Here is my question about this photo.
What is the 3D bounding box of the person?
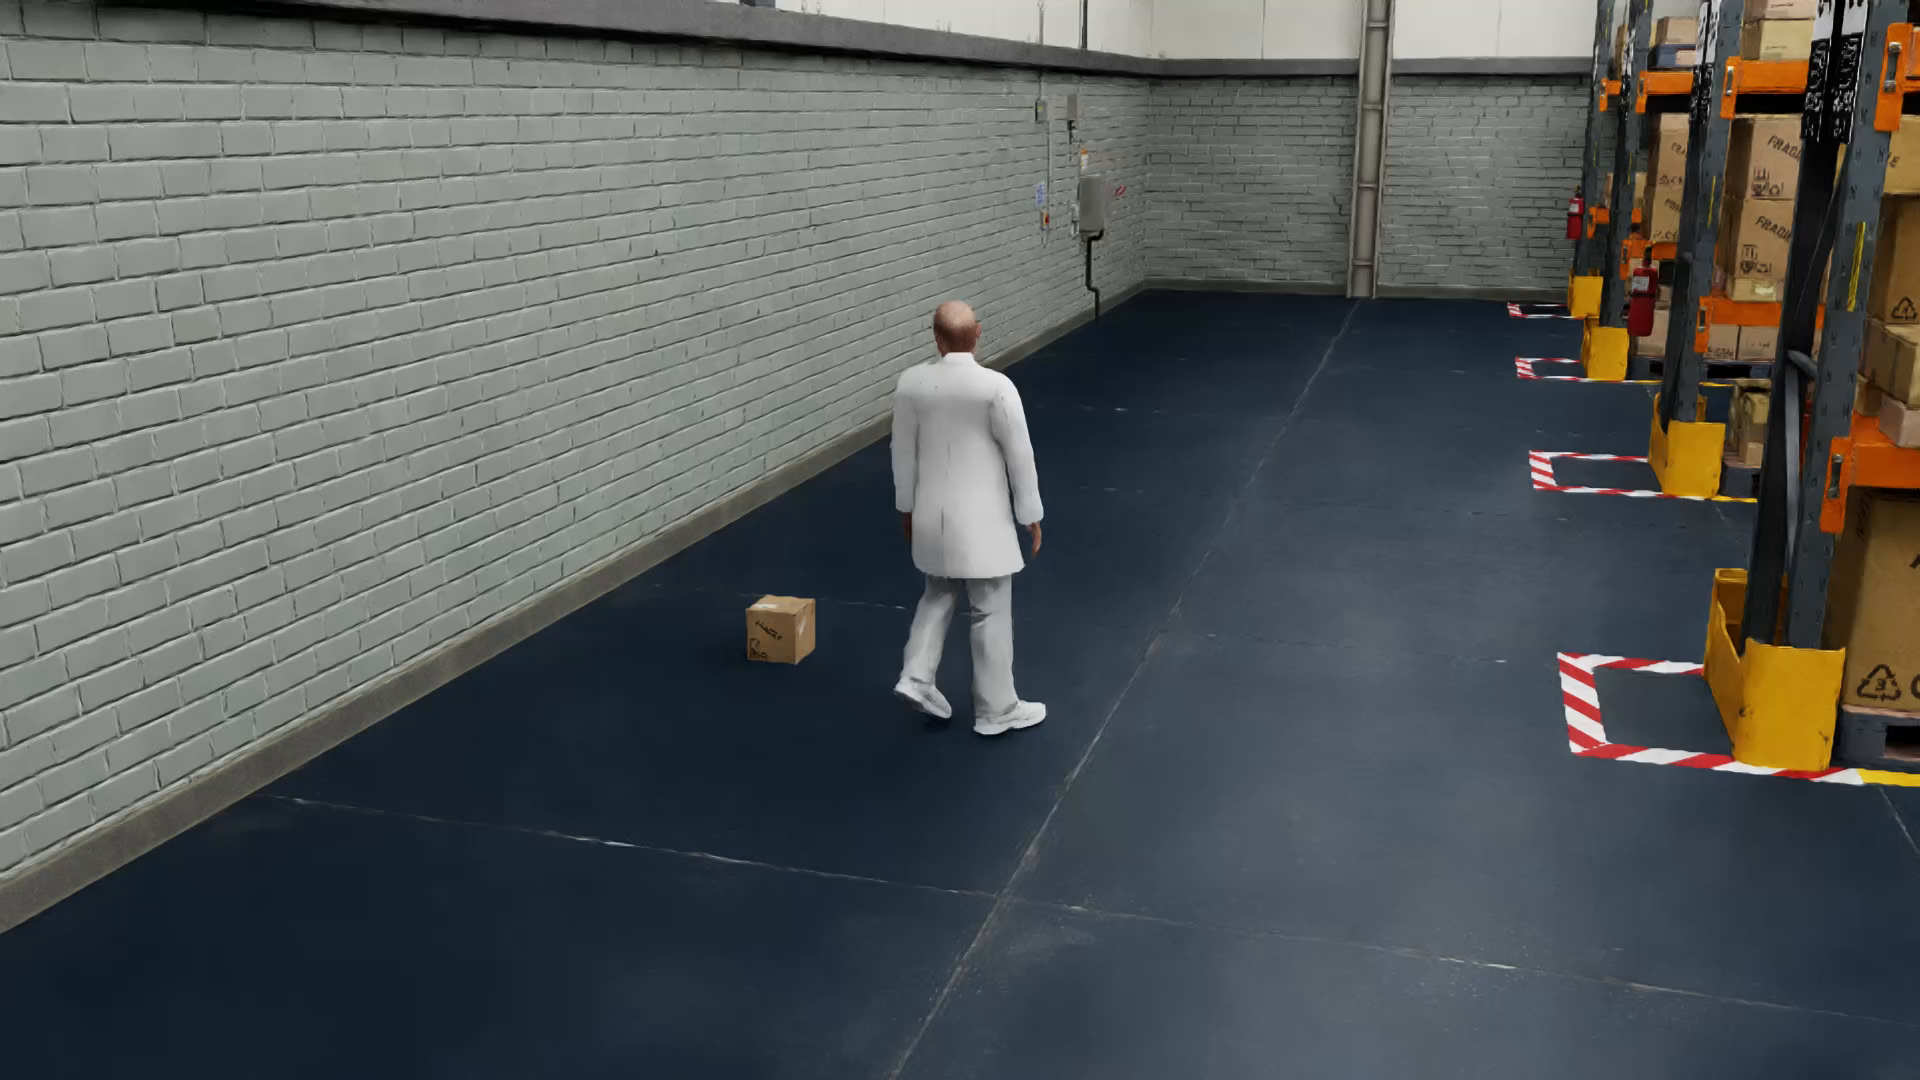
[{"bbox_3d":[0.011,-0.080,6.780,0.644,1.780,0.546,9,17,29],"label":"person"}]
